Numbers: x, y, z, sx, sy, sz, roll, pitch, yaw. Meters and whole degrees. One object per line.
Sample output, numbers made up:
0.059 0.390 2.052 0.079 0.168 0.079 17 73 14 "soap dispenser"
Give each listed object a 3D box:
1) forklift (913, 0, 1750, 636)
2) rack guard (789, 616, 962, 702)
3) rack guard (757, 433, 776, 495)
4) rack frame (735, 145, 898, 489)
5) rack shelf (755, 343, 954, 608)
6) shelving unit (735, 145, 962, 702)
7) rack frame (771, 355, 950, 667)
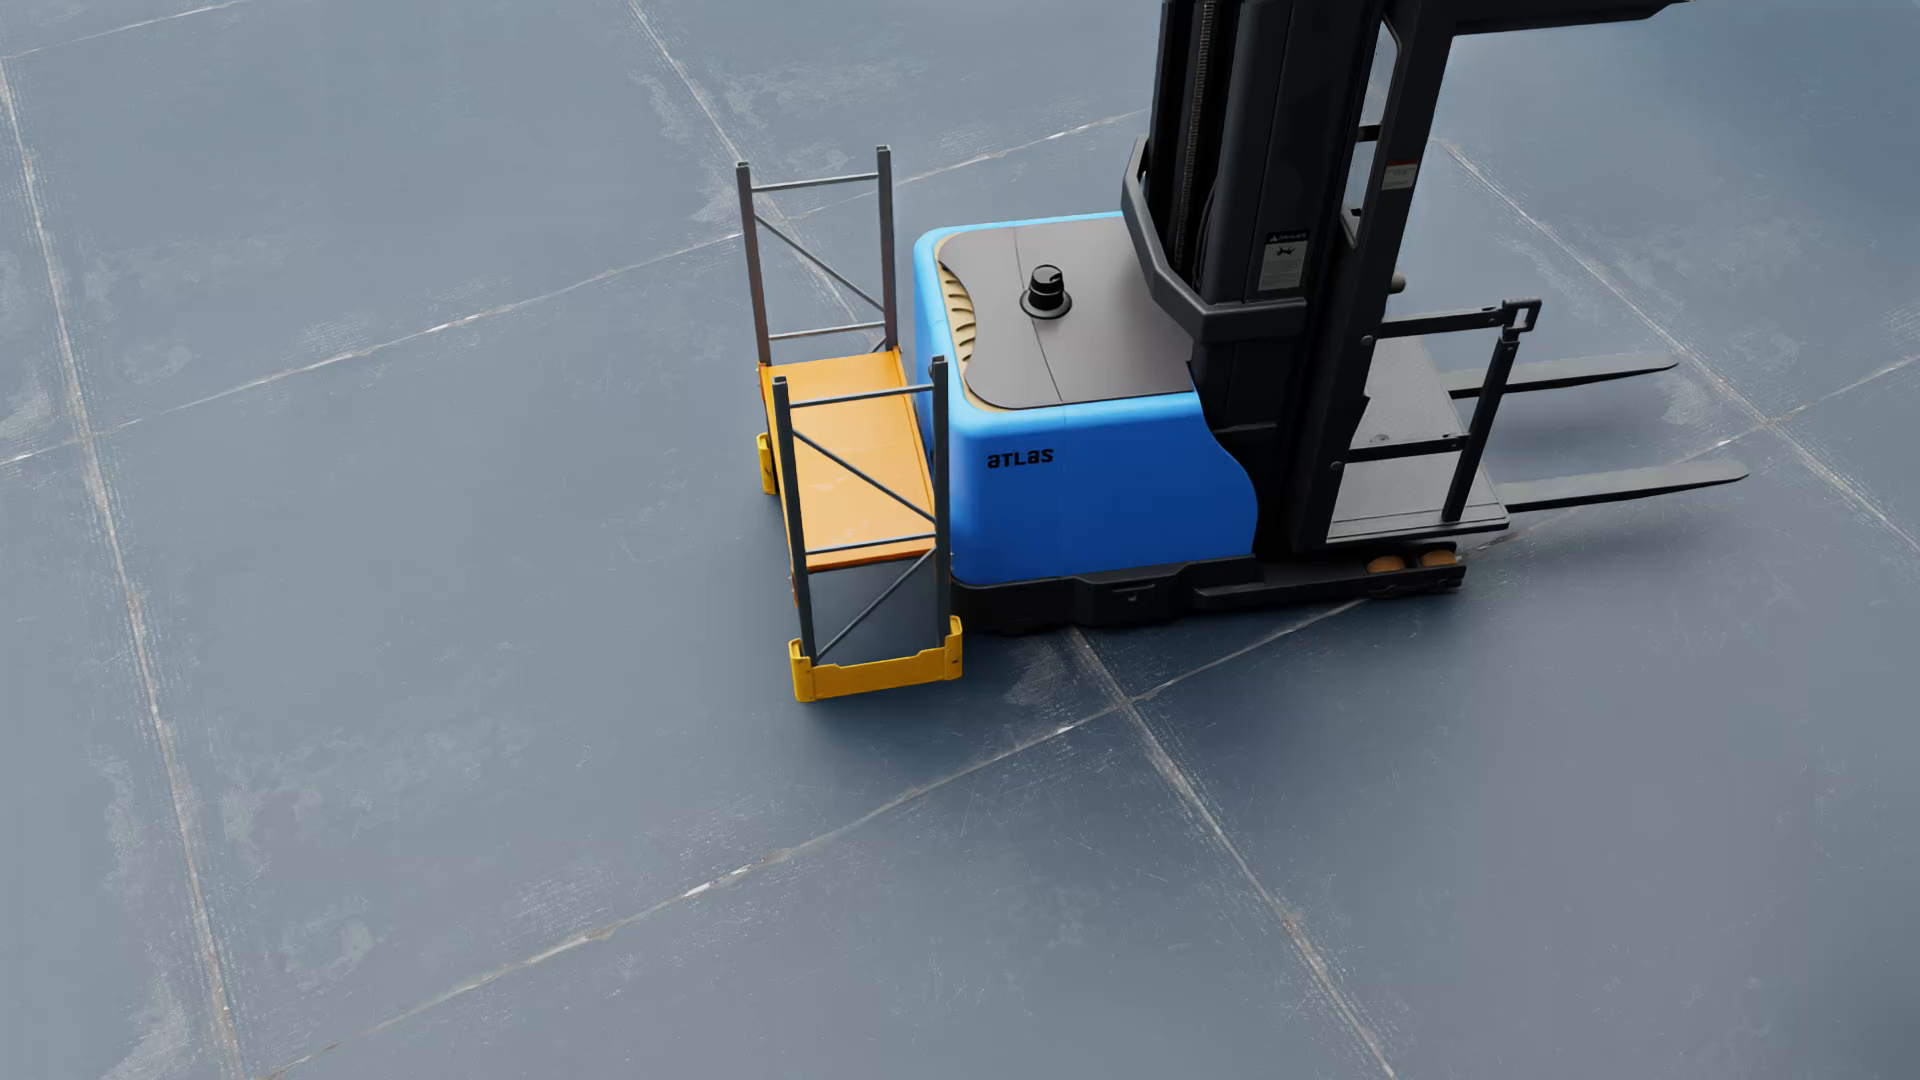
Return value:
1.386 -1.142 5.301 3.031 2.935 1.130 -6 49 -6 "forklift"
-0.285 0.411 5.725 0.587 0.250 0.087 -8 49 -7 "rack guard"
-0.471 -0.326 6.369 0.587 0.250 0.087 -8 49 -7 "rack guard"
-0.472 -0.738 5.899 0.500 1.500 0.032 -8 49 -7 "rack frame"
-0.376 -0.244 5.706 0.538 0.185 1.000 -8 49 -7 "rack shelf"
-0.378 -0.369 5.576 0.587 1.500 1.083 -8 49 -7 "shelving unit"
-0.281 0.014 5.242 0.500 1.500 0.032 -8 49 -7 "rack frame"
